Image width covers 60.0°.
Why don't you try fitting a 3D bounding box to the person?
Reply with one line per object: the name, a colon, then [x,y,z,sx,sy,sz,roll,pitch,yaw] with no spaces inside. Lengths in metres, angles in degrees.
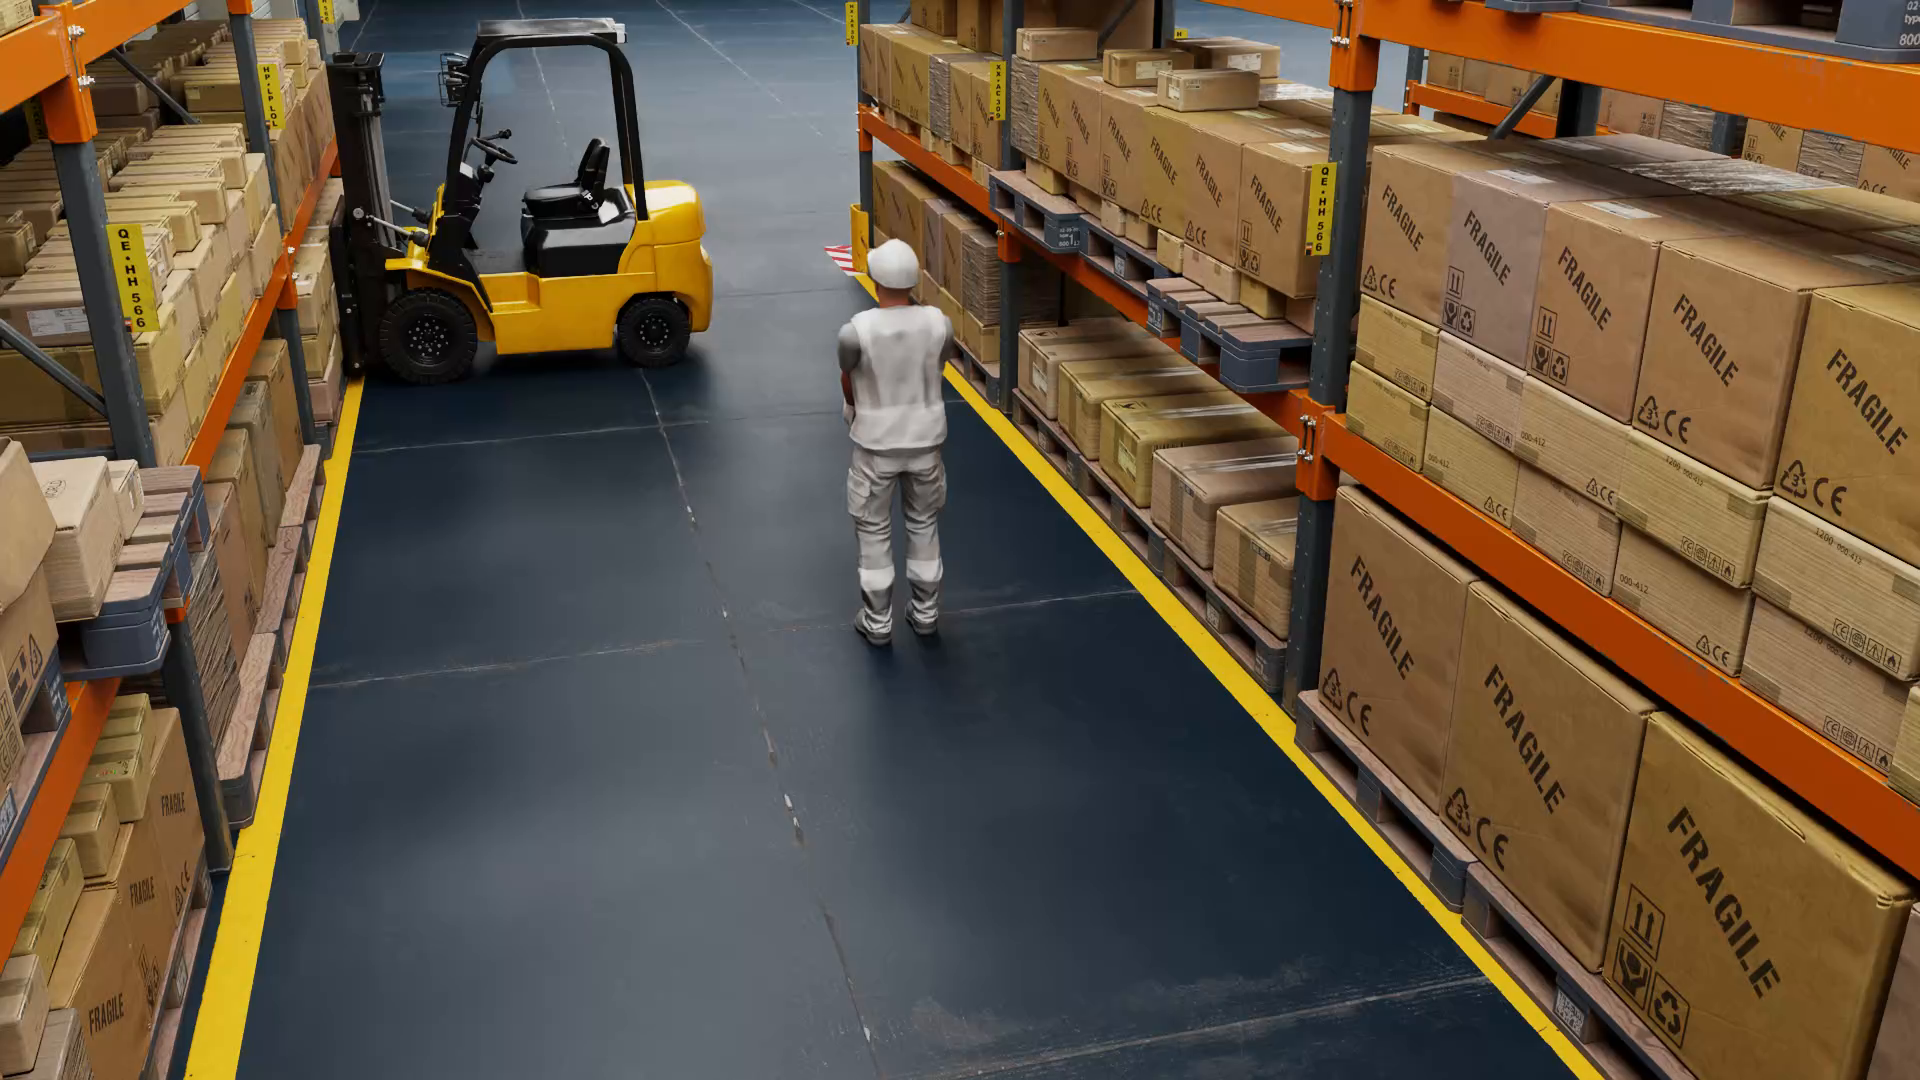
person: [-0.296,-0.438,7.119,0.493,1.782,0.571,-6,23,-14]
